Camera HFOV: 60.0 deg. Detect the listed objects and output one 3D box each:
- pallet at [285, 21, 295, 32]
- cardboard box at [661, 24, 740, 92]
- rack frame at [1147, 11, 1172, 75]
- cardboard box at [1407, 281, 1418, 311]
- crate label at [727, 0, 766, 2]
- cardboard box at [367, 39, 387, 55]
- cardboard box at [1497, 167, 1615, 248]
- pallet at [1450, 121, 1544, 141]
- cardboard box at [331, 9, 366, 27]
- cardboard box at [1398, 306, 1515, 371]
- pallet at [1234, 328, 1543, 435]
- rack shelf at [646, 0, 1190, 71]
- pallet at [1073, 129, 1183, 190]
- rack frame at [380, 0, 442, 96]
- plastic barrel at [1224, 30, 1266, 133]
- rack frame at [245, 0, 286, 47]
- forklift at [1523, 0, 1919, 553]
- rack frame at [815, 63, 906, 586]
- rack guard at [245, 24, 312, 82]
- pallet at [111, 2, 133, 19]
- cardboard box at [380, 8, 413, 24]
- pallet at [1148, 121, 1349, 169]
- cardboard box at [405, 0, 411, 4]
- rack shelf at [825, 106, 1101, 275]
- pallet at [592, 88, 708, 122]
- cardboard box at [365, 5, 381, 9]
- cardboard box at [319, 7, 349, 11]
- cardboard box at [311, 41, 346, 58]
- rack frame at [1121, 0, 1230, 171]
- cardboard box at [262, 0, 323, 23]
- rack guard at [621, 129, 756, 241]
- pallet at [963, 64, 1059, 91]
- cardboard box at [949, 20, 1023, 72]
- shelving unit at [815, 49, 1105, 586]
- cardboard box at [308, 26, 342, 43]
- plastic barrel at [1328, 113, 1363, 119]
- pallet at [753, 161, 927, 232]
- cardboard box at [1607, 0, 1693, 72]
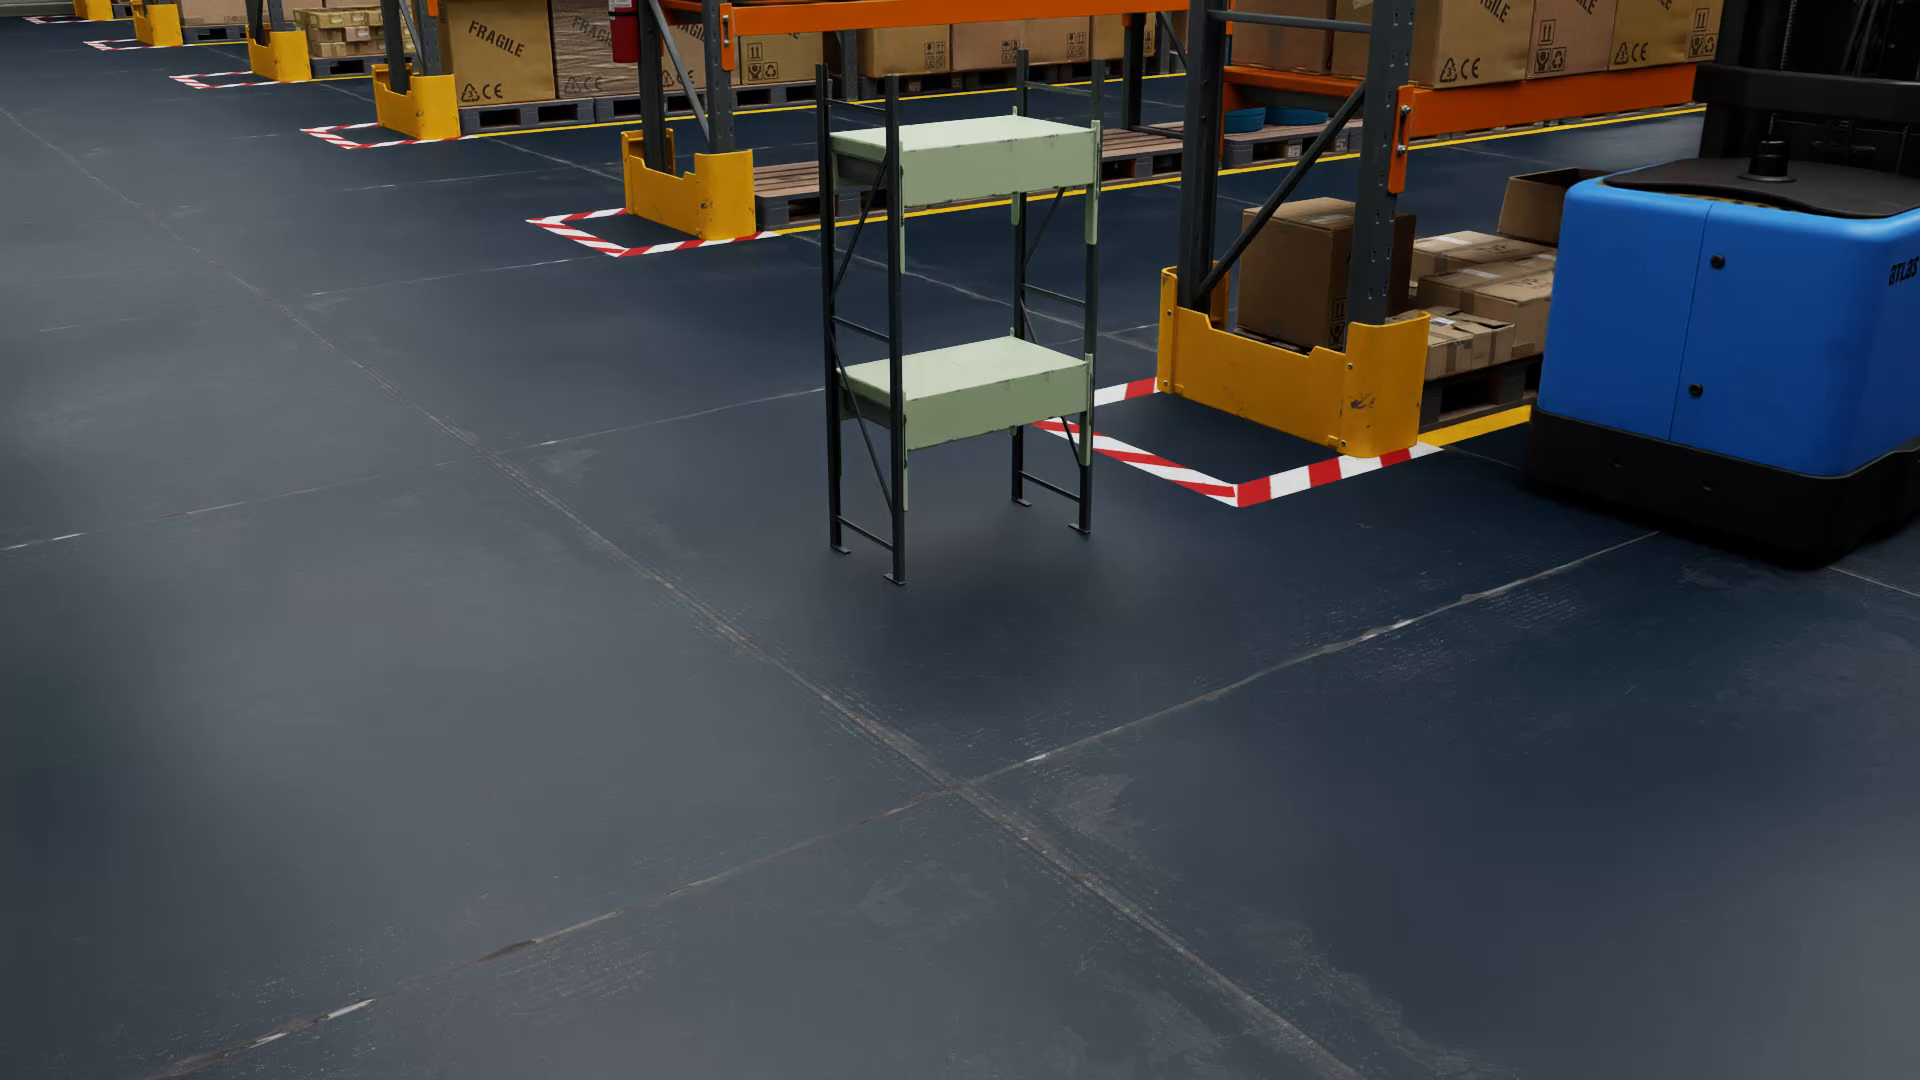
[{"bbox_3d":[-8.757,-7.008,22.674,1.213,0.211,1.003,-15,26,-33],"label":"pallet"},{"bbox_3d":[-2.628,-4.623,15.235,0.875,0.875,0.875,-15,26,-33],"label":"cardboard box"},{"bbox_3d":[1.932,-6.594,17.875,0.127,3.000,1.000,-15,26,-33],"label":"rack frame"},{"bbox_3d":[1.899,-1.022,7.140,0.250,0.166,0.380,-15,26,-33],"label":"cardboard box"},{"bbox_3d":[-1.277,-3.277,9.707,0.303,0.233,0.416,-15,26,-33],"label":"crate label"},{"bbox_3d":[-6.402,-5.402,18.166,0.250,0.149,0.380,-15,26,-32],"label":"cardboard box"},{"bbox_3d":[2.945,-1.384,7.592,0.637,0.503,0.797,-15,26,-33],"label":"cardboard box"},{"bbox_3d":[4.209,-3.626,14.198,1.213,0.211,1.003,-15,26,-33],"label":"pallet"},{"bbox_3d":[-6.600,-5.631,17.938,0.250,0.149,0.380,-14,26,-32],"label":"cardboard box"},{"bbox_3d":[1.964,-0.811,6.612,0.250,0.166,0.380,-15,26,-33],"label":"cardboard box"},{"bbox_3d":[1.929,-0.776,7.056,1.213,0.211,1.003,-15,26,-33],"label":"pallet"},{"bbox_3d":[-0.046,-3.471,11.019,4.000,0.370,1.077,-15,26,-33],"label":"rack shelf"},{"bbox_3d":[1.003,-2.772,12.059,1.213,0.211,1.003,-15,26,-33],"label":"pallet"},{"bbox_3d":[-4.562,-4.863,13.535,0.127,3.000,1.000,-15,26,-33],"label":"rack frame"},{"bbox_3d":[2.029,-3.571,12.564,0.708,0.901,0.600,-15,26,-33],"label":"plastic barrel"},{"bbox_3d":[-7.377,-6.377,17.329,0.127,3.000,1.000,-15,26,-33],"label":"rack frame"},{"bbox_3d":[3.395,-1.762,5.857,3.031,2.935,1.130,-19,28,-39],"label":"forklift"},{"bbox_3d":[-0.292,-0.619,4.924,0.023,1.500,0.400,-15,26,-33],"label":"rack frame"},{"bbox_3d":[-7.315,-5.232,17.834,0.348,0.500,1.175,-15,26,-33],"label":"rack guard"},{"bbox_3d":[-12.543,-8.231,25.738,1.213,0.211,1.003,-15,26,-33],"label":"pallet"},{"bbox_3d":[-6.167,-5.726,18.175,0.250,0.149,0.380,-16,27,-35],"label":"cardboard box"},{"bbox_3d":[2.228,-3.098,12.875,1.213,0.211,1.003,-15,26,-33],"label":"pallet"},{"bbox_3d":[-7.675,-7.611,23.314,0.875,0.438,0.875,-15,26,-34],"label":"cardboard box"},{"bbox_3d":[0.005,-1.061,4.977,0.720,0.370,0.431,-15,26,-33],"label":"rack shelf"},{"bbox_3d":[-2.969,-4.027,15.203,1.213,0.211,1.003,-15,26,-33],"label":"pallet"},{"bbox_3d":[-6.474,-5.883,18.570,0.250,0.149,0.380,-16,27,-35],"label":"cardboard box"},{"bbox_3d":[-6.858,-5.752,18.241,0.250,0.149,0.380,-14,26,-32],"label":"cardboard box"},{"bbox_3d":[-6.765,-5.265,17.823,0.250,0.149,0.380,-14,26,-32],"label":"cardboard box"},{"bbox_3d":[1.577,-4.238,11.971,0.127,3.000,1.000,-15,26,-33],"label":"rack frame"},{"bbox_3d":[-9.134,-7.223,22.340,0.875,0.438,0.875,-14,26,-31],"label":"cardboard box"},{"bbox_3d":[-1.681,-2.203,10.241,0.348,0.500,1.175,-15,26,-33],"label":"rack guard"},{"bbox_3d":[0.258,-4.889,17.363,1.213,0.211,1.003,-15,26,-33],"label":"pallet"},{"bbox_3d":[-0.083,-5.275,16.868,0.875,0.875,1.225,-16,27,-35],"label":"cardboard box"},{"bbox_3d":[0.005,-0.698,5.122,0.755,1.500,0.431,-15,26,-33],"label":"shelving unit"},{"bbox_3d":[-6.802,-5.422,17.815,0.250,0.149,0.380,-14,26,-31],"label":"cardboard box"},{"bbox_3d":[3.114,-3.639,13.259,0.421,0.512,0.421,0,22,0],"label":"plastic barrel"},{"bbox_3d":[-0.977,-2.244,10.736,1.213,0.211,1.003,-15,26,-33],"label":"pallet"},{"bbox_3d":[2.559,-2.166,6.642,0.500,0.500,0.500,-15,26,-33],"label":"cardboard box"}]
